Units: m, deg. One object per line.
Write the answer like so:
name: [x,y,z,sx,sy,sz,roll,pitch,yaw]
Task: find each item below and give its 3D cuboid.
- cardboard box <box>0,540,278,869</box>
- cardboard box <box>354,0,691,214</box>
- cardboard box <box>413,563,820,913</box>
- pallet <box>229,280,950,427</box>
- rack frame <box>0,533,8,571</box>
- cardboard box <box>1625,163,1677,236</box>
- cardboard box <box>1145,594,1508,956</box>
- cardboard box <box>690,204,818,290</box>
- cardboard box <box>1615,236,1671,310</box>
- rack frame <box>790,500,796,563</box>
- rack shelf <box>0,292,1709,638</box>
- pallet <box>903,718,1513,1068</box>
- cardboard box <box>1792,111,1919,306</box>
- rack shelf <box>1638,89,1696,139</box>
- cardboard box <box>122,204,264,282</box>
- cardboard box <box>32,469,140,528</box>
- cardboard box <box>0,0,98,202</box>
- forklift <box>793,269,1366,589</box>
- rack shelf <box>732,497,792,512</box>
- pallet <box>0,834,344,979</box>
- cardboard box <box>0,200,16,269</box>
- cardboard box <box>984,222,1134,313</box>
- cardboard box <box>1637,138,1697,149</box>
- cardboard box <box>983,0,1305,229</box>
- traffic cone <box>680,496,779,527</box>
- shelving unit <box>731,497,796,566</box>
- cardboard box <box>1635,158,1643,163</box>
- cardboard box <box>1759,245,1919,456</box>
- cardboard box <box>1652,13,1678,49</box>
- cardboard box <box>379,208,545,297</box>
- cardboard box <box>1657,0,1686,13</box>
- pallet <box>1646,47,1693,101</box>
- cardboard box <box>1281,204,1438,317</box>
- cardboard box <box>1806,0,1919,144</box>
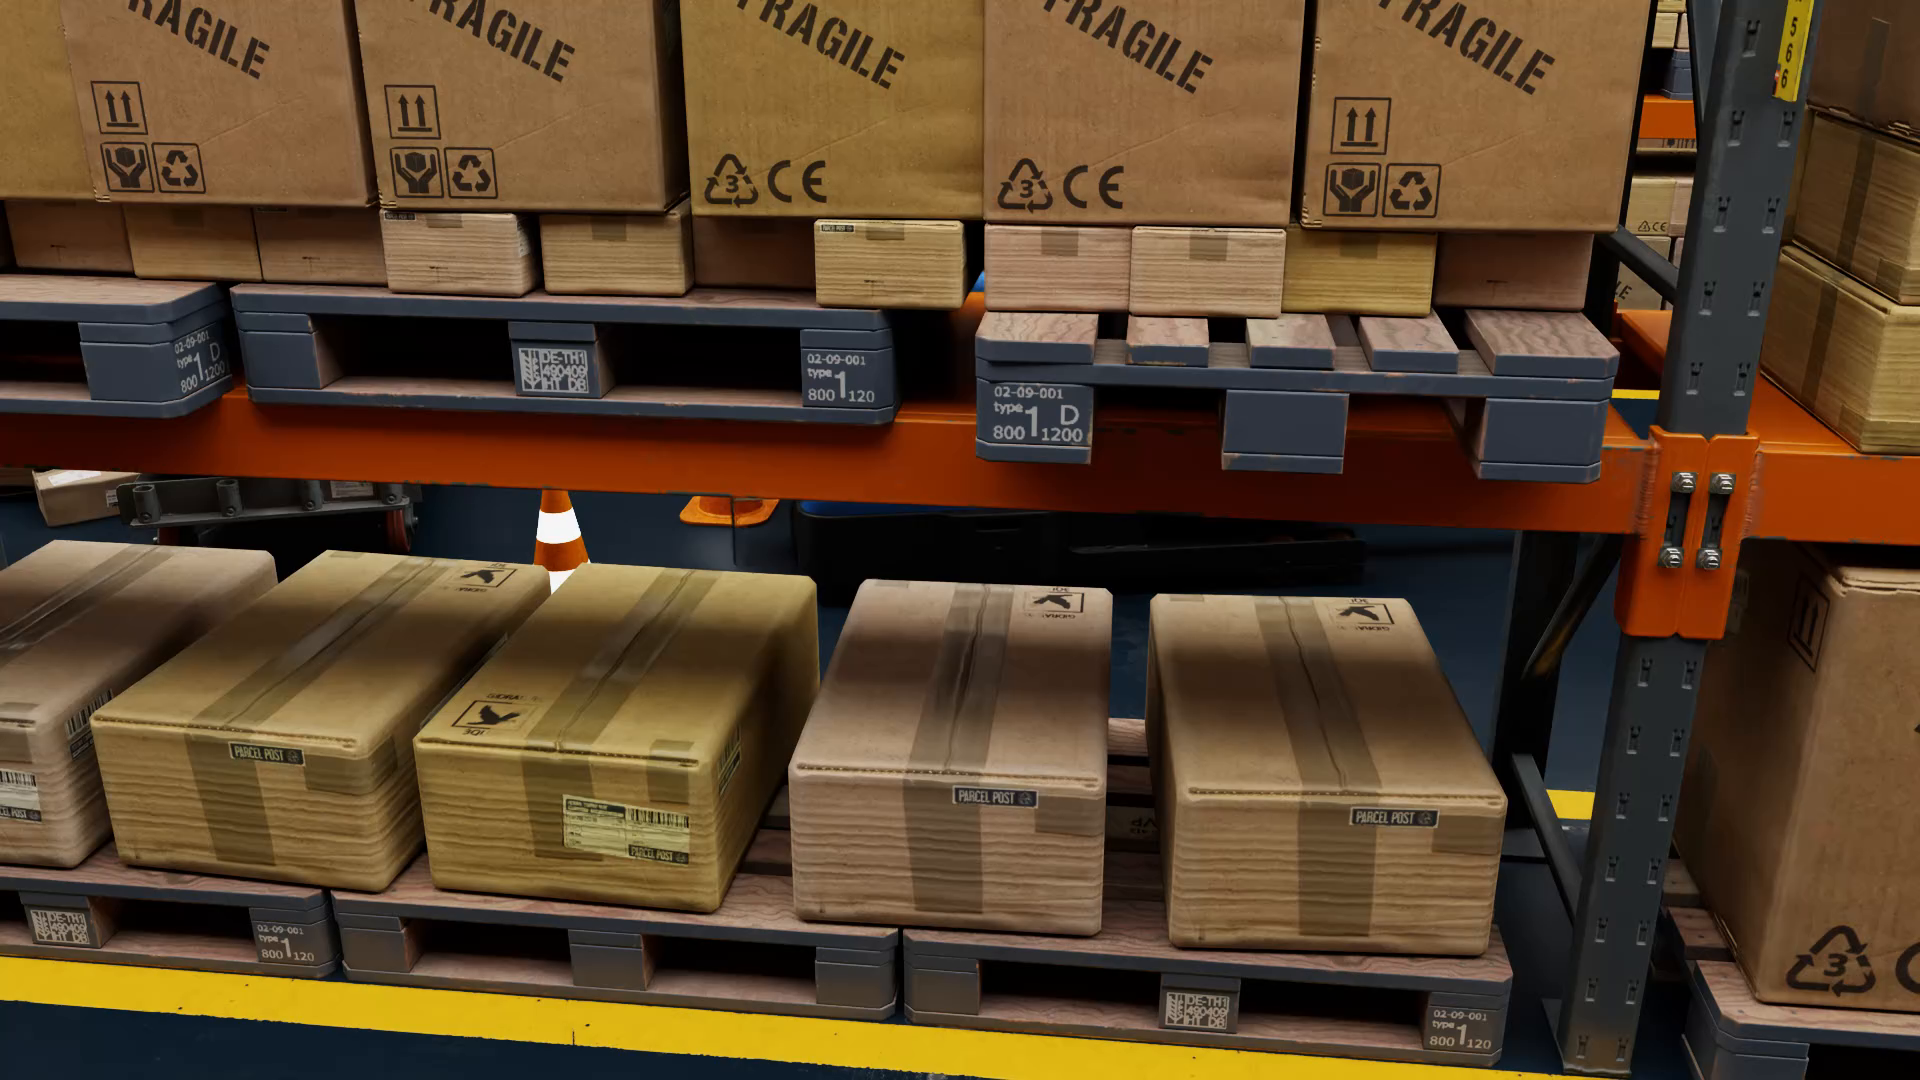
cardboard box: [-2.140,0.354,3.969,0.625,0.372,0.950,3,22,7]
cardboard box: [-0.731,-0.884,2.984,0.500,0.500,0.500,2,22,4]
cardboard box: [-0.735,0.413,3.819,0.625,0.372,0.950,3,22,8]
pallet: [-0.660,-0.503,3.394,1.213,0.211,1.003,2,22,6]
rack frame: [-2.661,-0.695,3.618,0.127,3.000,1.000,2,22,6]
cardboard box: [2.953,-1.575,7.653,0.500,0.250,0.500,2,22,6]
cardboard box: [0.751,0.477,3.657,0.625,0.372,0.950,1,22,3]
cardboard box: [-0.331,-0.586,3.112,0.250,0.149,0.380,3,22,7]
cardboard box: [2.965,-1.222,7.780,0.500,0.500,0.500,3,22,7]
rack frame: [-0.586,-0.382,5.682,0.006,0.900,0.240,-3,22,-7]
rack shelf: [-0.675,-0.274,3.531,4.000,0.370,1.077,2,22,6]
pallet: [0.535,0.740,3.780,1.213,0.211,1.003,2,22,6]
cardboard box: [1.785,-0.573,2.832,0.500,0.250,0.500,2,22,6]
rack shelf: [3.779,-1.912,7.676,4.000,0.370,1.077,2,22,6]
cardboard box: [-1.362,-0.609,3.172,0.250,0.149,0.380,3,22,7]
cardboard box: [-3.218,-0.242,6.192,0.396,0.266,0.258,-14,25,-31]
cardboard box: [-1.732,-0.929,3.097,0.500,0.500,0.500,3,22,6]
forklift: [0.924,-1.402,5.499,3.031,2.935,1.130,-3,22,-7]
rack shelf: [-0.687,-0.179,5.749,0.200,0.077,0.258,-3,22,-7]
pallet: [-1.888,0.635,4.047,1.213,0.211,1.003,2,22,6]
cardboard box: [-1.903,-0.620,3.199,0.250,0.149,0.380,3,22,7]
cardboard box: [0.179,-0.522,2.951,0.250,0.149,0.380,1,22,4]
cardboard box: [4.924,-3.233,12.356,0.875,0.875,1.225,2,22,4]
cardboard box: [0.312,-0.839,2.869,0.500,0.500,0.500,2,22,5]
traffic cone: [-0.859,-0.325,6.133,0.334,0.463,0.336,2,22,6]
shelving unit: [-0.687,-0.377,5.670,0.210,0.900,0.258,-3,22,-7]
cardboard box: [3.006,-1.763,8.129,0.500,0.250,0.500,3,22,7]
cardboard box: [1.767,-0.339,2.922,0.500,0.250,0.500,2,22,5]
cardboard box: [3.016,-2.285,7.409,0.250,0.149,0.380,3,22,9]
cardboard box: [-0.858,-0.568,3.066,0.250,0.149,0.380,3,22,8]
cardboard box: [3.035,-2.424,7.357,0.250,0.149,0.380,3,22,7]
pallet: [3.764,-2.174,7.619,1.213,0.211,1.003,2,22,6]
cardboard box: [0.683,-0.514,2.930,0.250,0.149,0.380,3,22,7]
cardboard box: [1.772,-0.923,2.698,0.500,0.500,0.500,2,22,5]
